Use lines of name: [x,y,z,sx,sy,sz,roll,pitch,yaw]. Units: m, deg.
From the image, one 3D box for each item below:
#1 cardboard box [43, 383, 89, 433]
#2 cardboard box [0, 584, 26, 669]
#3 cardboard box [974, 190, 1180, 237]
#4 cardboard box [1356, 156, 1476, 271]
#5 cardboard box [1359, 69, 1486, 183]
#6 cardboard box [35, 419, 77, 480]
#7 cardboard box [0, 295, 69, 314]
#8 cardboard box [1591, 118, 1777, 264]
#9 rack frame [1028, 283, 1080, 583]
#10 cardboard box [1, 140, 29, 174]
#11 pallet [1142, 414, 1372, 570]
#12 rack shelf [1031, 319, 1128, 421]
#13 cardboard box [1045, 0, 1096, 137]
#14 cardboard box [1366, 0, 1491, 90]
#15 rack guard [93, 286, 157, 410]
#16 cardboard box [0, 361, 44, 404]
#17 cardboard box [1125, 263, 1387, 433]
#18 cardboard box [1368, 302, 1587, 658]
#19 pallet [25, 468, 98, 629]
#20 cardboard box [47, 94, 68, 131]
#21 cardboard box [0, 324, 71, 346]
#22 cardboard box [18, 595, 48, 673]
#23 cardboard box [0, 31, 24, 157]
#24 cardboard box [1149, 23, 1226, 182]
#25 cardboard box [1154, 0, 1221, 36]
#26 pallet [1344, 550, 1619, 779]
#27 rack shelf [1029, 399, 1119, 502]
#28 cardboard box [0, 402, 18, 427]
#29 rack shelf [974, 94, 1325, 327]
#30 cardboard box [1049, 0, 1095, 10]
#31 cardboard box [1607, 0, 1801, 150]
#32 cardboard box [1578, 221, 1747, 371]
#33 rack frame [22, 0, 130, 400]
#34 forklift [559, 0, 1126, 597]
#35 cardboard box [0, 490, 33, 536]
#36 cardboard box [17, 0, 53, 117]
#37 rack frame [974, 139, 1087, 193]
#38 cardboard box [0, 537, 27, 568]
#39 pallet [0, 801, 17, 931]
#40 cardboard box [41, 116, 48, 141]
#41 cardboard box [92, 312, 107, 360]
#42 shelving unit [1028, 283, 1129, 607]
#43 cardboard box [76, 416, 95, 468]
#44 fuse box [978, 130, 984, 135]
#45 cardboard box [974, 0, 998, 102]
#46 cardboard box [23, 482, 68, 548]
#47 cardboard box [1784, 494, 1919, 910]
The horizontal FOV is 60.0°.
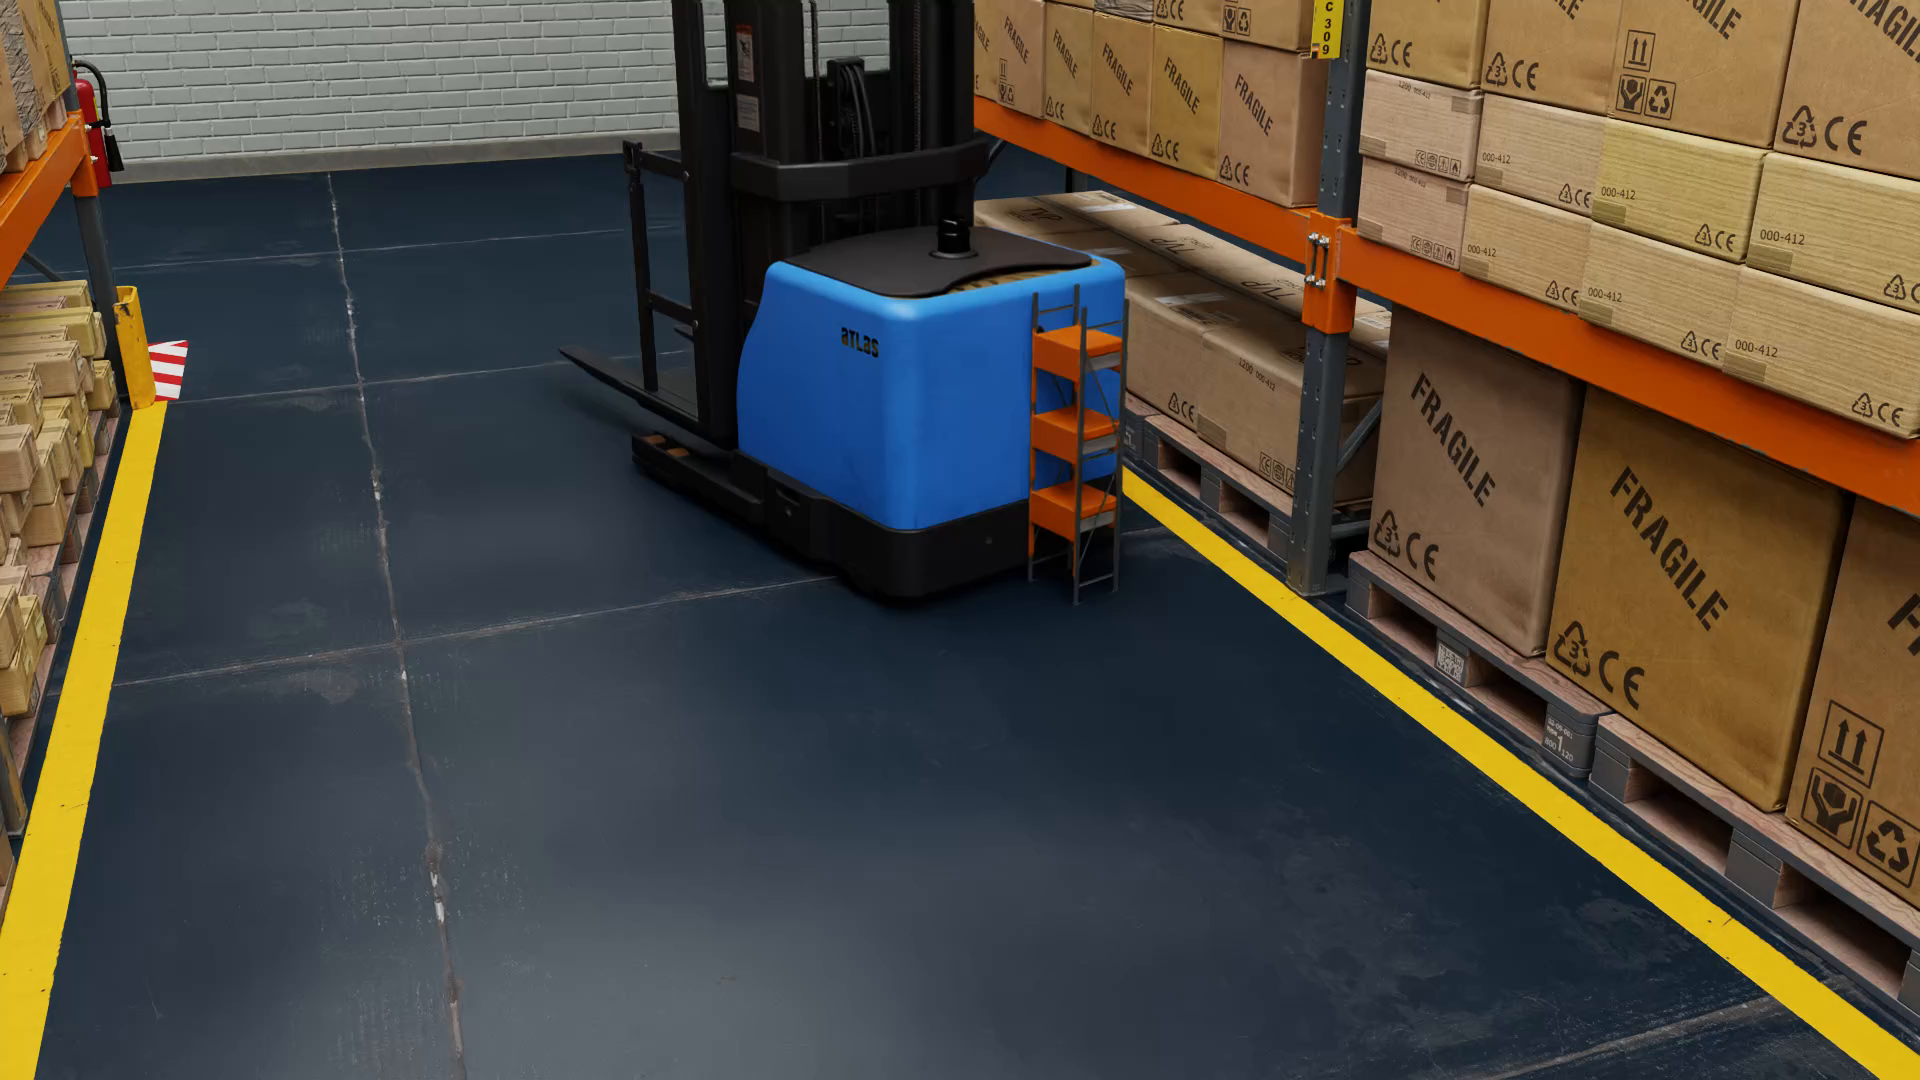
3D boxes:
cardboard box: [-3.540,-0.492,6.303,0.380,0.149,0.250,-8,24,-18]
cardboard box: [-2.789,0.258,4.523,0.380,0.149,0.250,-7,24,-17]
cardboard box: [0.548,-1.506,8.718,0.875,0.438,0.875,-9,25,-21]
cardboard box: [1.543,-1.000,4.954,0.500,0.250,0.500,-9,24,-20]
cardboard box: [1.526,-1.228,4.851,0.500,0.250,0.500,-9,24,-21]
cardboard box: [-3.343,-0.300,5.847,0.380,0.149,0.250,-8,24,-18]
cardboard box: [-3.914,-0.900,6.888,0.380,0.149,0.250,-8,24,-18]
cardboard box: [1.890,-0.856,3.967,0.500,0.250,0.500,-8,24,-18]
rack frame: [0.321,-0.355,5.740,0.200,1.050,0.008,-17,28,-34]
cardboard box: [-3.661,-1.434,6.113,0.380,0.149,0.250,-9,25,-21]
pallet: [1.439,-0.268,6.613,1.003,0.211,1.213,-8,24,-19]
rack shelf: [0.396,-0.569,5.545,0.215,0.259,0.240,-17,28,-34]
cardboard box: [0.683,-2.004,7.014,0.500,0.500,0.500,-8,24,-17]
cardboard box: [1.521,-1.573,4.704,0.500,0.500,0.500,-8,24,-18]
rack guard: [-4.347,-0.824,7.560,1.175,0.500,0.348,-8,24,-19]
cardboard box: [-3.535,-0.520,5.985,0.380,0.149,0.250,-9,25,-21]
cardboard box: [1.197,-0.846,7.154,0.875,0.438,0.875,-9,25,-21]
cardboard box: [1.929,-0.266,5.213,0.875,0.875,0.875,-8,24,-17]
pallet: [-3.666,0.052,5.854,1.003,0.211,1.213,-8,24,-19]
cardboard box: [-3.994,-1.808,7.000,0.380,0.149,0.250,-8,24,-19]
cardboard box: [-3.672,-0.721,6.462,0.380,0.149,0.250,-9,25,-21]
cardboard box: [-2.882,0.298,4.812,0.380,0.149,0.250,-8,24,-17]
cardboard box: [-3.442,-1.505,5.447,0.500,0.500,0.500,-7,24,-16]
cardboard box: [1.045,-1.631,6.129,0.500,0.500,0.500,-9,24,-20]
cardboard box: [1.038,-2.091,5.934,0.500,0.500,0.500,-9,24,-20]
pallet: [1.978,0.289,5.291,1.003,0.211,1.213,-8,24,-19]
rack shelf: [0.396,-0.308,5.655,0.215,0.259,0.240,-17,28,-34]
cardboard box: [-3.366,-0.333,5.543,0.380,0.149,0.250,-9,25,-21]
rack shelf: [0.928,-1.661,7.254,1.077,0.370,4.000,-8,24,-19]
cardboard box: [0.680,-2.458,6.804,0.500,0.500,0.500,-8,24,-19]
cardboard box: [1.902,-1.209,3.841,0.500,0.500,0.500,-9,24,-20]
cardboard box: [1.894,-0.624,4.062,0.500,0.250,0.500,-9,24,-19]
rack frame: [-4.373,-2.003,7.140,1.000,3.000,0.127,-8,24,-19]
forklift: [-0.702,-1.664,6.423,1.130,2.935,3.031,-17,28,-34]
cardboard box: [-3.250,-0.107,5.389,0.380,0.149,0.250,-7,24,-17]
cardboard box: [-3.797,-1.870,6.314,0.500,0.500,0.500,-9,24,-20]
rack frame: [0.222,-2.719,8.839,1.000,3.000,0.127,-8,24,-19]
cardboard box: [-3.155,0.129,5.212,0.380,0.149,0.250,-9,24,-20]
pallet: [-2.684,1.018,3.563,1.003,0.211,1.213,-8,24,-19]
cardboard box: [-3.838,-1.623,6.562,0.380,0.149,0.250,-9,24,-20]
cardboard box: [-3.920,-0.867,7.193,0.380,0.149,0.250,-9,24,-20]
shelving unit: [0.396,-0.317,5.651,0.215,1.050,0.252,-17,28,-34]
cardboard box: [-3.546,-0.361,6.374,0.380,0.149,0.250,-9,25,-21]
fuse box: [0.225,-4.406,14.500,0.539,1.711,0.414,-8,24,-19]
cardboard box: [0.327,-2.371,7.885,0.500,0.500,0.500,-9,24,-20]
cardboard box: [-3.285,-0.072,5.688,0.380,0.149,0.250,-9,24,-20]
cardboard box: [2.570,0.386,3.666,0.875,0.875,0.875,-8,24,-18]
